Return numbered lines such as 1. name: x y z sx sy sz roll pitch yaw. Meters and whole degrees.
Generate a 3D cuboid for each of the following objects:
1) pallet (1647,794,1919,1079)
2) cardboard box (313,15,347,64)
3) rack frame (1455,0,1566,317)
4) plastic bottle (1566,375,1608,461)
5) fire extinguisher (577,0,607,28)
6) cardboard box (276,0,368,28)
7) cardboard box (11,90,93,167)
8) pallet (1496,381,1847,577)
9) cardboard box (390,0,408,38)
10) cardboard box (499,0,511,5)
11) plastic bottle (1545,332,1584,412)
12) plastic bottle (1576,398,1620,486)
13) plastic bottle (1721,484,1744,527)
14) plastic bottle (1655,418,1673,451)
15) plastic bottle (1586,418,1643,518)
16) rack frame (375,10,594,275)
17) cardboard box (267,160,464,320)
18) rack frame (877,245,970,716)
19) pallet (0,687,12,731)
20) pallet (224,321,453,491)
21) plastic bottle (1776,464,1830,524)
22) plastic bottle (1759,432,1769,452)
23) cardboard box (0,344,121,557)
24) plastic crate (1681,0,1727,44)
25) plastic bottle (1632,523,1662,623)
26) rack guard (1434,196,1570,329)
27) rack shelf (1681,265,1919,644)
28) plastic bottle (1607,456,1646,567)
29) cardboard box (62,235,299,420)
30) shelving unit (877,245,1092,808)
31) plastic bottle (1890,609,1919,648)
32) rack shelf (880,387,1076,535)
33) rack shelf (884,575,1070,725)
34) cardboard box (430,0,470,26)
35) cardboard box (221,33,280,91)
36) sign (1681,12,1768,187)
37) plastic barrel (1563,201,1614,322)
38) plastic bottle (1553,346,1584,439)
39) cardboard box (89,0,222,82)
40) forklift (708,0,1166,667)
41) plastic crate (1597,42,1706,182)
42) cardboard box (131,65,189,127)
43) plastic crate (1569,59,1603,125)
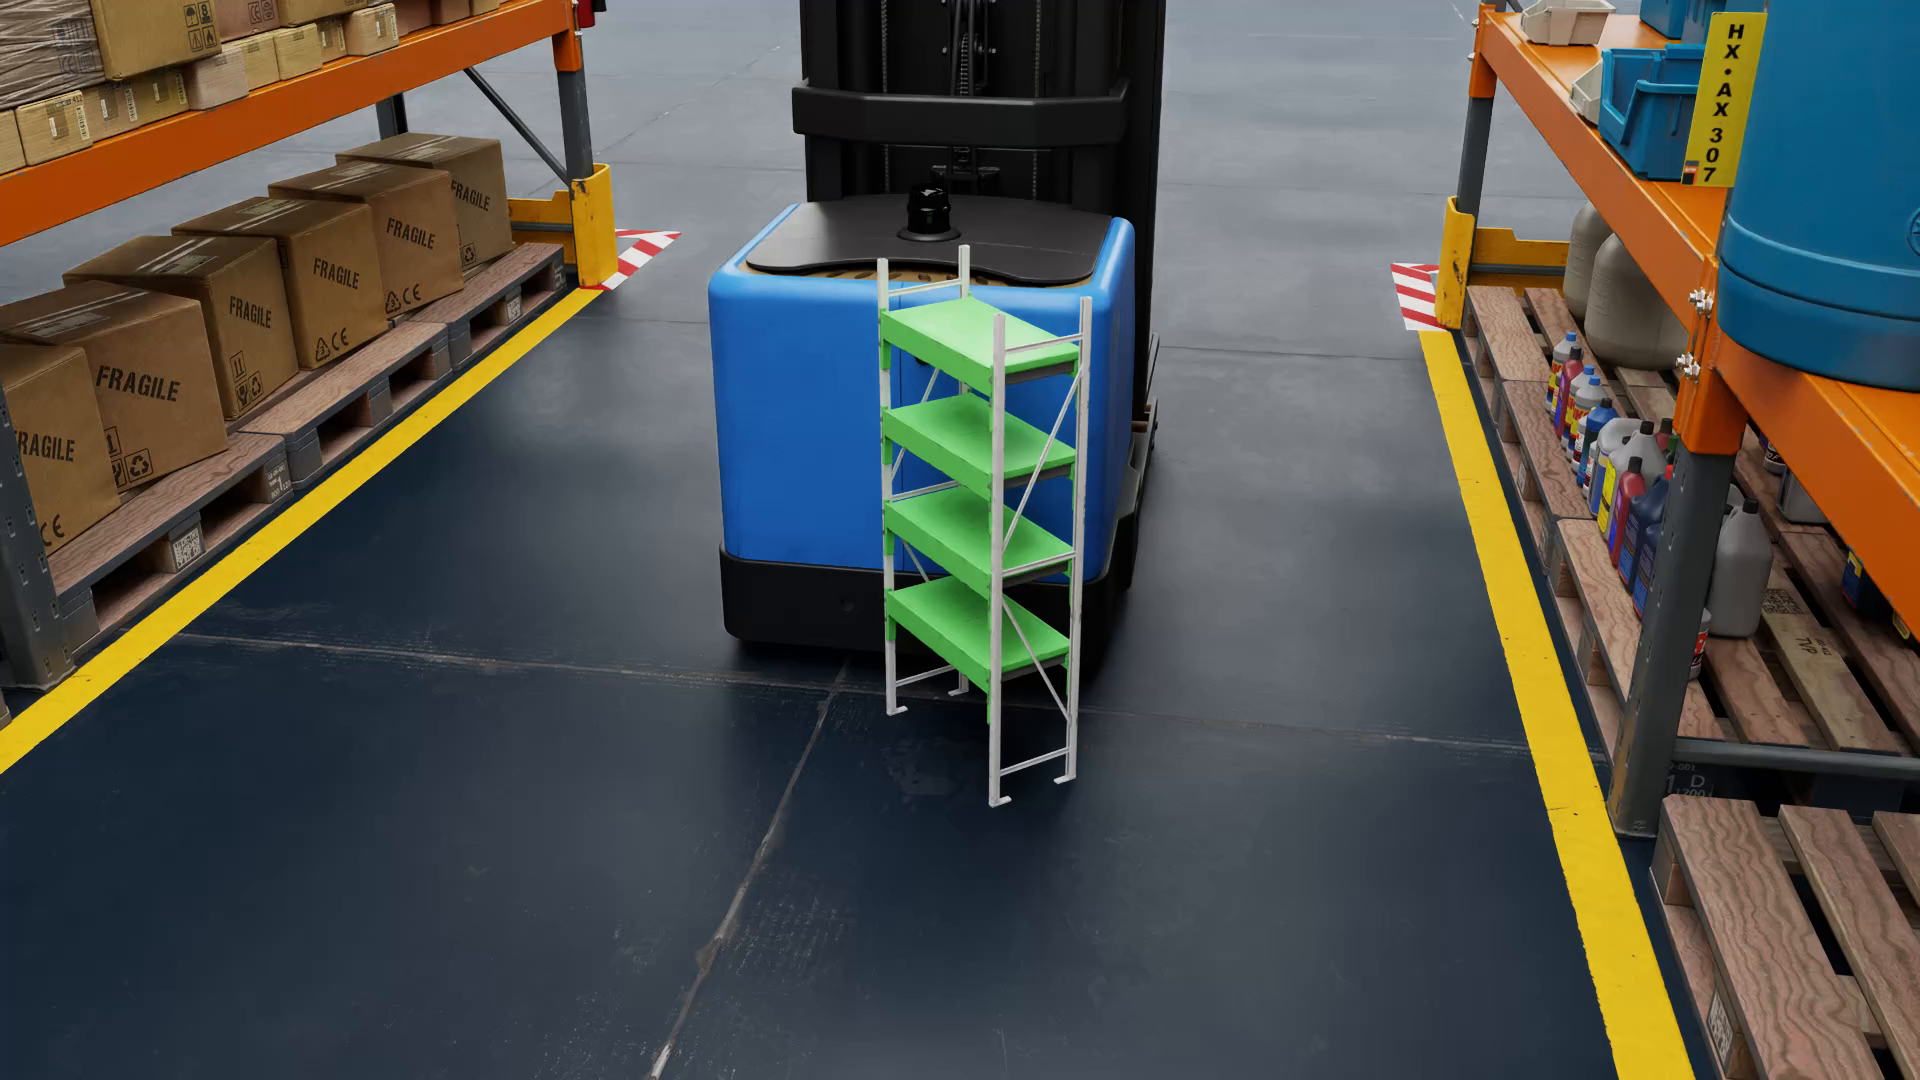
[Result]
1. pallet: 1.909 0.924 3.026 1.003 0.211 1.213 4 25 9
2. cardboard box: -2.327 -1.704 5.649 0.380 0.149 0.250 4 25 9
3. rack frame: 2.653 -2.343 6.716 1.000 3.000 0.127 4 25 9
4. plastic bottle: 1.977 -0.384 5.232 0.097 0.271 0.097 0 25 0
5. fire extinguisher: -1.760 -2.667 7.500 0.296 0.674 0.183 4 25 9
6. cardboard box: -2.531 -2.006 5.528 0.875 0.500 0.500 4 25 9
7. cardboard box: -2.502 -1.072 4.298 0.380 0.149 0.250 4 25 9
8. pallet: 2.347 -0.196 5.421 1.003 0.211 1.213 4 25 9
9. cardboard box: -2.265 -1.914 6.098 0.380 0.149 0.250 4 25 9
10. cardboard box: -2.118 -2.334 6.994 0.380 0.149 0.250 4 25 9
11. plastic bottle: 2.049 -0.569 5.628 0.097 0.271 0.097 0 25 0
12. plastic bottle: 1.944 -0.299 5.051 0.097 0.271 0.097 0 25 0
13. plastic bottle: 2.002 -0.005 4.416 0.152 0.276 0.135 4 25 9
14. plastic bottle: 2.040 -0.204 4.832 0.061 0.283 0.133 4 25 9
15. plastic bottle: 1.935 -0.208 4.849 0.152 0.276 0.135 4 25 9
16. rack frame: -2.234 -2.686 7.449 1.000 3.000 0.127 4 25 9
17. cardboard box: -2.416 -1.231 6.796 0.500 0.500 0.500 11 27 22
18. rack frame: -0.083 -0.119 4.090 0.240 1.200 0.015 -15 29 -29
19. pallet: -3.013 0.576 3.771 1.003 0.211 1.213 4 25 9
20. pallet: -2.615 -0.545 6.165 1.003 0.211 1.213 4 25 9
21. plastic bottle: 2.490 -0.201 4.834 0.152 0.276 0.135 4 25 9
22. plastic bottle: 2.612 -0.417 5.287 0.061 0.283 0.133 4 25 9
23. cardboard box: -2.782 -0.235 4.668 0.500 0.500 0.500 3 25 7
24. plastic crate: 2.754 -1.774 5.677 0.499 0.251 0.408 4 25 9
25. plastic bottle: 1.820 0.042 4.229 0.144 0.351 0.185 3 25 7
26. rack guard: 2.687 -1.175 7.171 1.175 0.500 0.348 4 25 9
27. rack shelf: 1.672 0.493 1.508 1.077 0.370 4.000 4 25 9
28. plastic bottle: 1.837 -0.079 4.566 0.061 0.283 0.133 6 26 12
29. cardboard box: -2.672 -0.741 5.747 0.500 0.500 0.500 2 25 4
30. shelving unit: 0.045 -0.031 3.902 0.258 1.200 0.503 -15 29 -29
31. plastic bottle: 2.404 0.114 4.153 0.061 0.283 0.133 4 25 9
32. rack shelf: 0.045 -0.191 3.827 0.258 0.148 0.480 -15 29 -29
33. rack shelf: 0.045 0.244 4.031 0.258 0.148 0.480 -15 29 -29
34. cardboard box: -2.164 -2.122 6.542 0.380 0.149 0.250 4 25 9
35. cardboard box: -2.375 -1.493 5.197 0.380 0.149 0.250 4 25 9
36. sign: 1.458 -0.838 3.175 0.100 0.325 0.005 4 25 9
37. plastic barrel: 2.621 -1.125 6.555 0.421 0.512 0.421 0 25 0
38. plastic bottle: 1.994 -0.481 5.425 0.061 0.283 0.133 4 25 9
39. cardboard box: -2.636 -1.583 4.626 0.875 0.500 0.500 4 25 9
40. forklift: 0.106 -1.591 5.191 1.130 2.935 3.031 4 25 9
41. plastic crate: 1.912 -1.084 4.203 0.499 0.251 0.616 4 25 9
42. cardboard box: -2.457 -1.283 4.750 0.380 0.149 0.250 4 25 9
43. plastic crate: 2.015 -1.247 4.686 0.530 0.136 0.437 4 25 9
